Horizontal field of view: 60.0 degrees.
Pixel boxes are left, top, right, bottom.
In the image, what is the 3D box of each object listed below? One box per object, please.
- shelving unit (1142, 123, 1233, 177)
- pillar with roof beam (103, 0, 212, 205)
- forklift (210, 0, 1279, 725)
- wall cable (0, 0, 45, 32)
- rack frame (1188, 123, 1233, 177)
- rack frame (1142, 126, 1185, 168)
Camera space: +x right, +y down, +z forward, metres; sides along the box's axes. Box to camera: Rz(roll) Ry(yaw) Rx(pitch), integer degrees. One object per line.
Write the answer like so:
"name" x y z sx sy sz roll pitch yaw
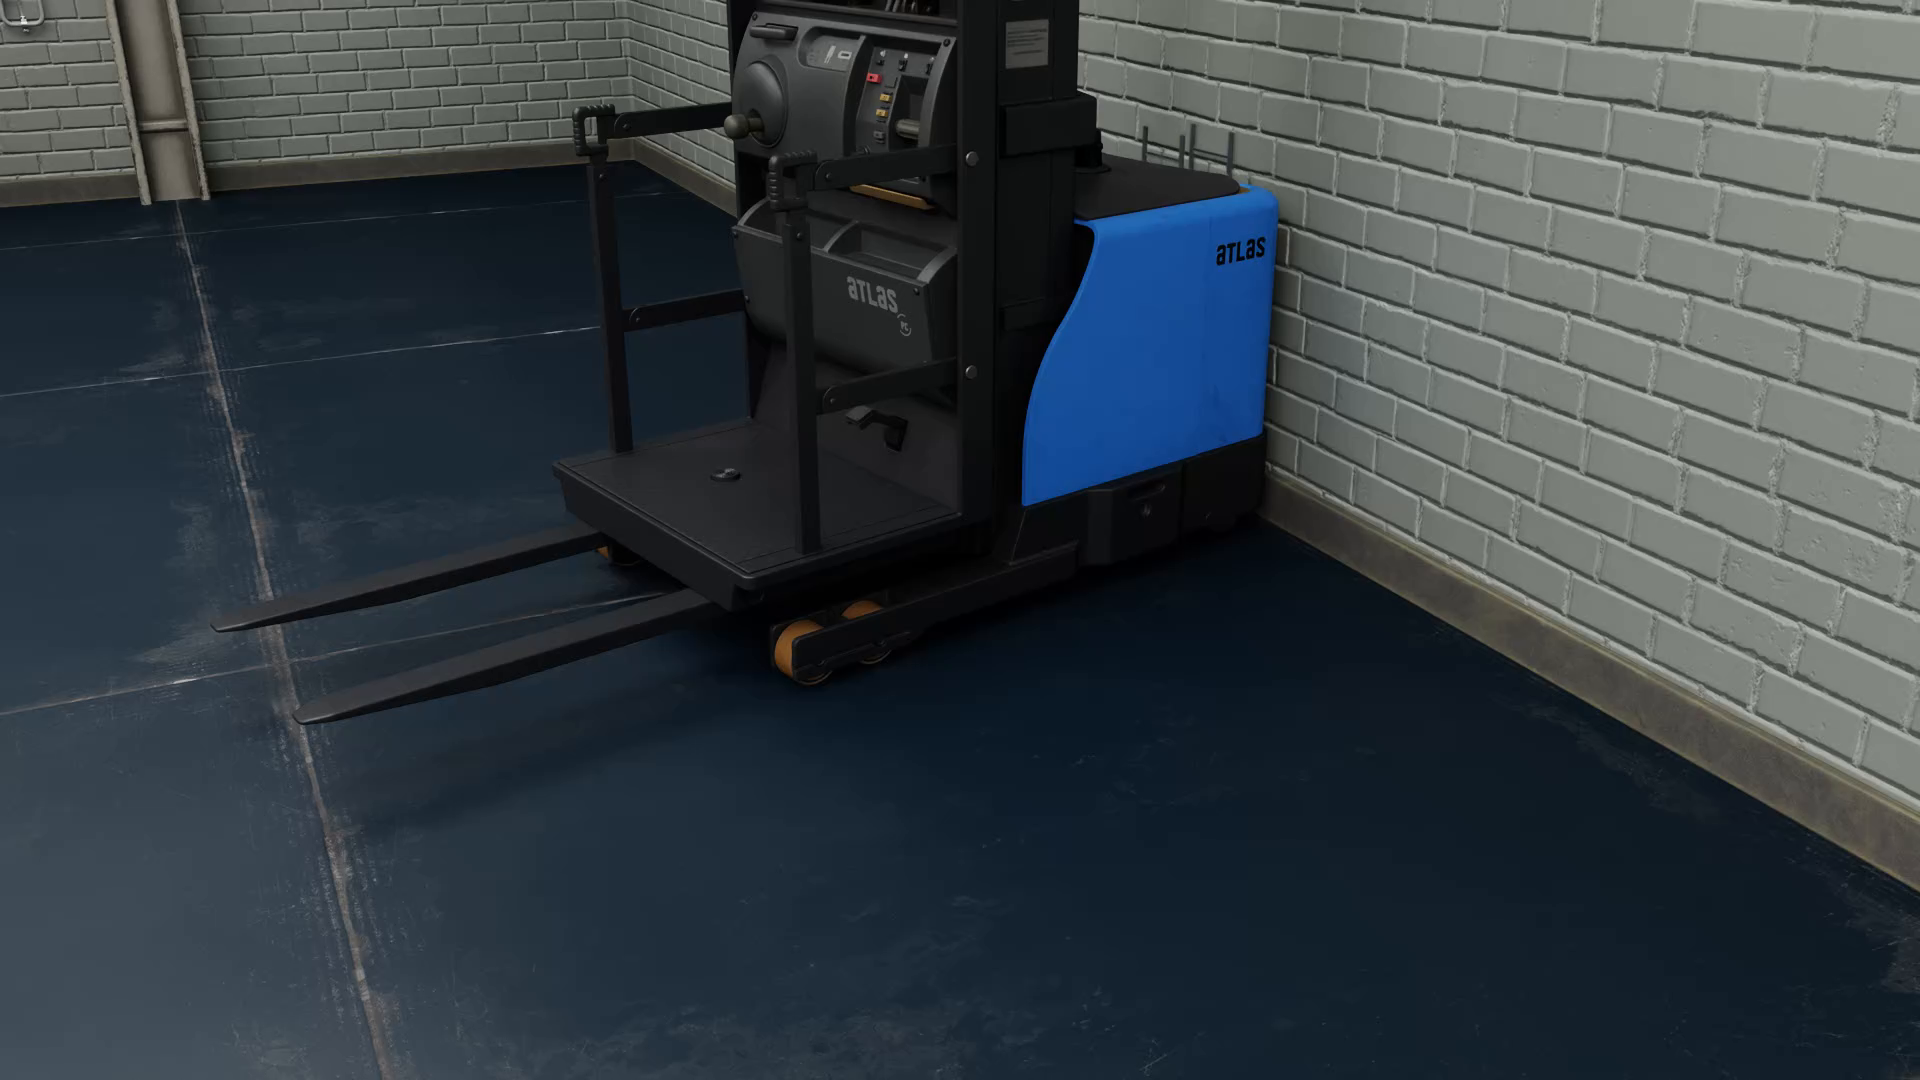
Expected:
"shelving unit" 0.727 -0.758 5.548 0.189 1.200 0.258 -10 24 -24
"pillar with roof beam" -3.056 -4.823 5.135 0.400 9.000 9.100 -10 25 -24
"forklift" -0.491 -1.204 4.326 3.031 2.935 1.130 -17 28 -35
"wall cable" -6.238 -3.796 9.171 1.851 1.984 0.084 -10 25 -24
"rack frame" 0.810 -0.772 5.585 0.006 1.200 0.240 -10 24 -24
"rack frame" 0.645 -0.744 5.511 0.006 1.200 0.240 -10 24 -24
